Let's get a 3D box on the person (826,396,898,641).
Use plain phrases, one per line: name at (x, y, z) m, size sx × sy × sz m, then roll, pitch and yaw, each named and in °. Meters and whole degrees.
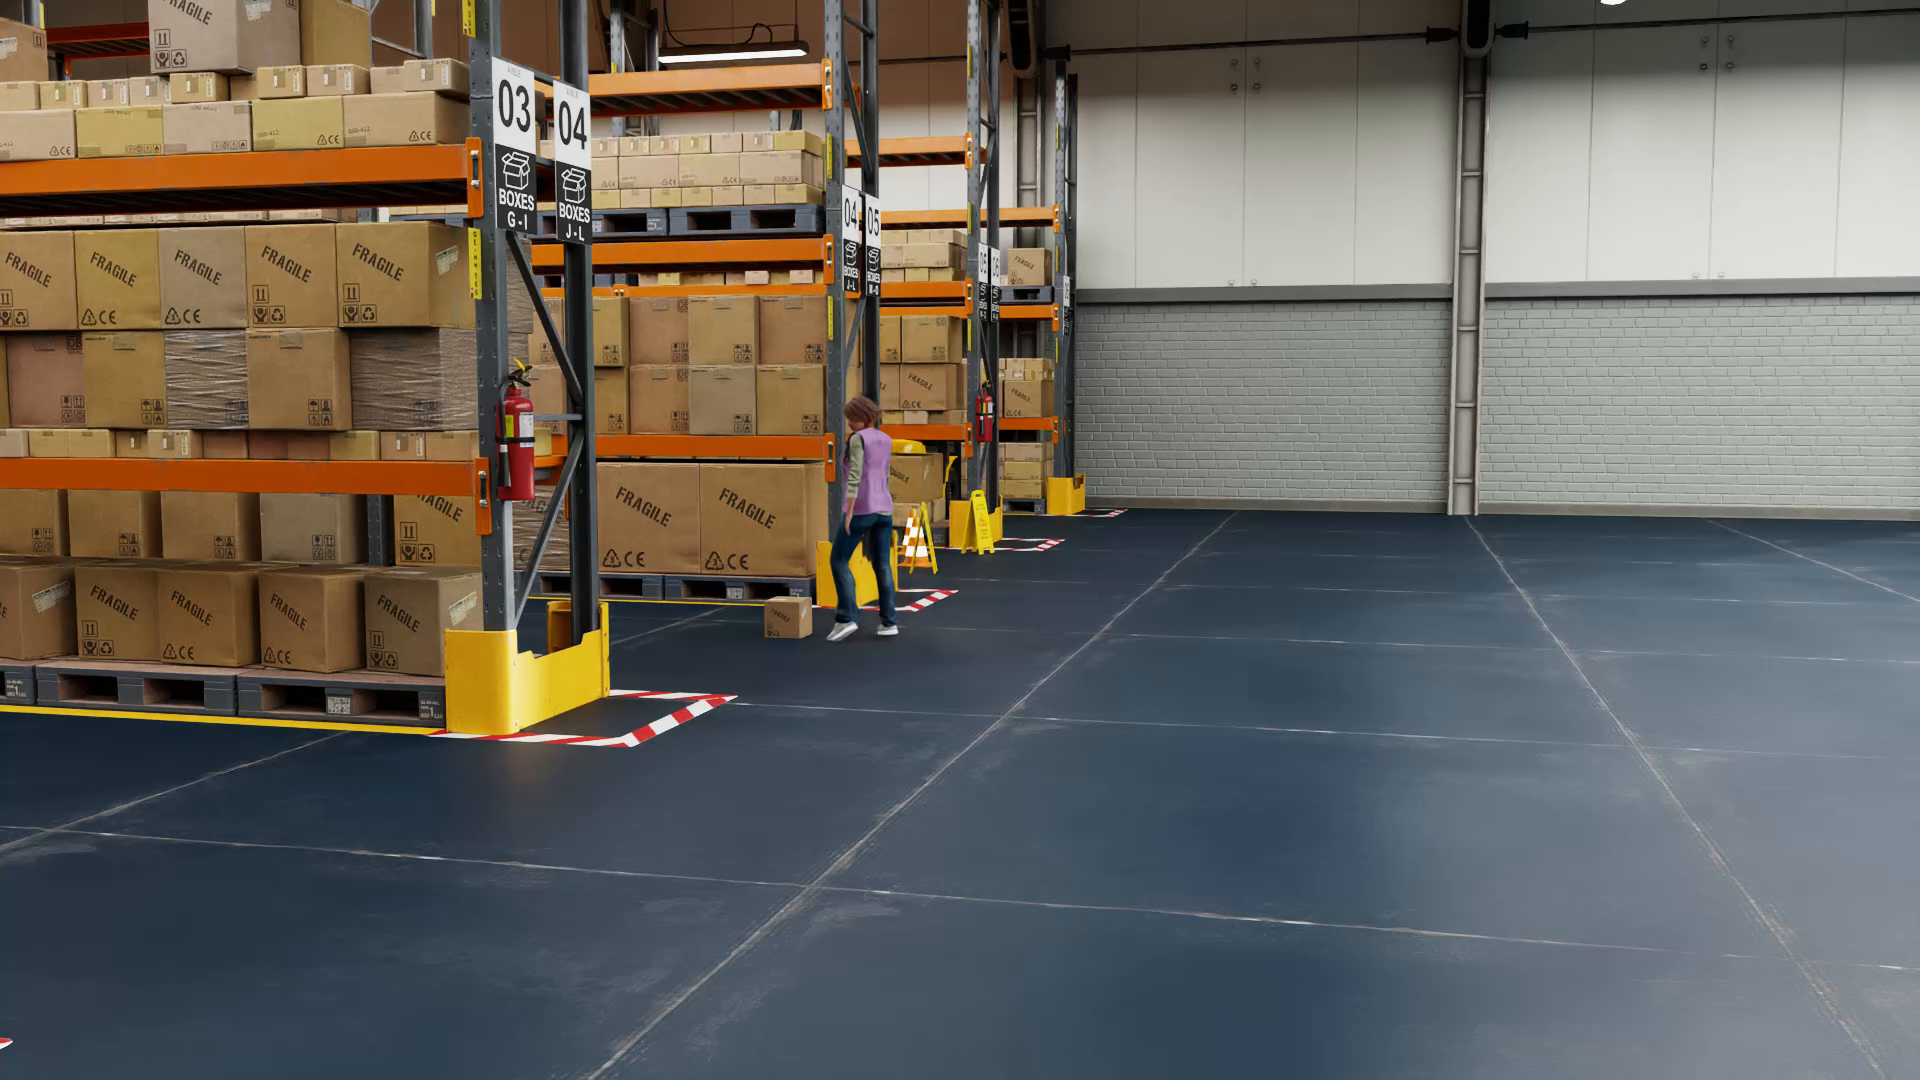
person at (-0.624, -0.131, 11.021) m, size 0.483 × 1.639 × 0.416 m, roll -5°, pitch 7°, yaw -44°
